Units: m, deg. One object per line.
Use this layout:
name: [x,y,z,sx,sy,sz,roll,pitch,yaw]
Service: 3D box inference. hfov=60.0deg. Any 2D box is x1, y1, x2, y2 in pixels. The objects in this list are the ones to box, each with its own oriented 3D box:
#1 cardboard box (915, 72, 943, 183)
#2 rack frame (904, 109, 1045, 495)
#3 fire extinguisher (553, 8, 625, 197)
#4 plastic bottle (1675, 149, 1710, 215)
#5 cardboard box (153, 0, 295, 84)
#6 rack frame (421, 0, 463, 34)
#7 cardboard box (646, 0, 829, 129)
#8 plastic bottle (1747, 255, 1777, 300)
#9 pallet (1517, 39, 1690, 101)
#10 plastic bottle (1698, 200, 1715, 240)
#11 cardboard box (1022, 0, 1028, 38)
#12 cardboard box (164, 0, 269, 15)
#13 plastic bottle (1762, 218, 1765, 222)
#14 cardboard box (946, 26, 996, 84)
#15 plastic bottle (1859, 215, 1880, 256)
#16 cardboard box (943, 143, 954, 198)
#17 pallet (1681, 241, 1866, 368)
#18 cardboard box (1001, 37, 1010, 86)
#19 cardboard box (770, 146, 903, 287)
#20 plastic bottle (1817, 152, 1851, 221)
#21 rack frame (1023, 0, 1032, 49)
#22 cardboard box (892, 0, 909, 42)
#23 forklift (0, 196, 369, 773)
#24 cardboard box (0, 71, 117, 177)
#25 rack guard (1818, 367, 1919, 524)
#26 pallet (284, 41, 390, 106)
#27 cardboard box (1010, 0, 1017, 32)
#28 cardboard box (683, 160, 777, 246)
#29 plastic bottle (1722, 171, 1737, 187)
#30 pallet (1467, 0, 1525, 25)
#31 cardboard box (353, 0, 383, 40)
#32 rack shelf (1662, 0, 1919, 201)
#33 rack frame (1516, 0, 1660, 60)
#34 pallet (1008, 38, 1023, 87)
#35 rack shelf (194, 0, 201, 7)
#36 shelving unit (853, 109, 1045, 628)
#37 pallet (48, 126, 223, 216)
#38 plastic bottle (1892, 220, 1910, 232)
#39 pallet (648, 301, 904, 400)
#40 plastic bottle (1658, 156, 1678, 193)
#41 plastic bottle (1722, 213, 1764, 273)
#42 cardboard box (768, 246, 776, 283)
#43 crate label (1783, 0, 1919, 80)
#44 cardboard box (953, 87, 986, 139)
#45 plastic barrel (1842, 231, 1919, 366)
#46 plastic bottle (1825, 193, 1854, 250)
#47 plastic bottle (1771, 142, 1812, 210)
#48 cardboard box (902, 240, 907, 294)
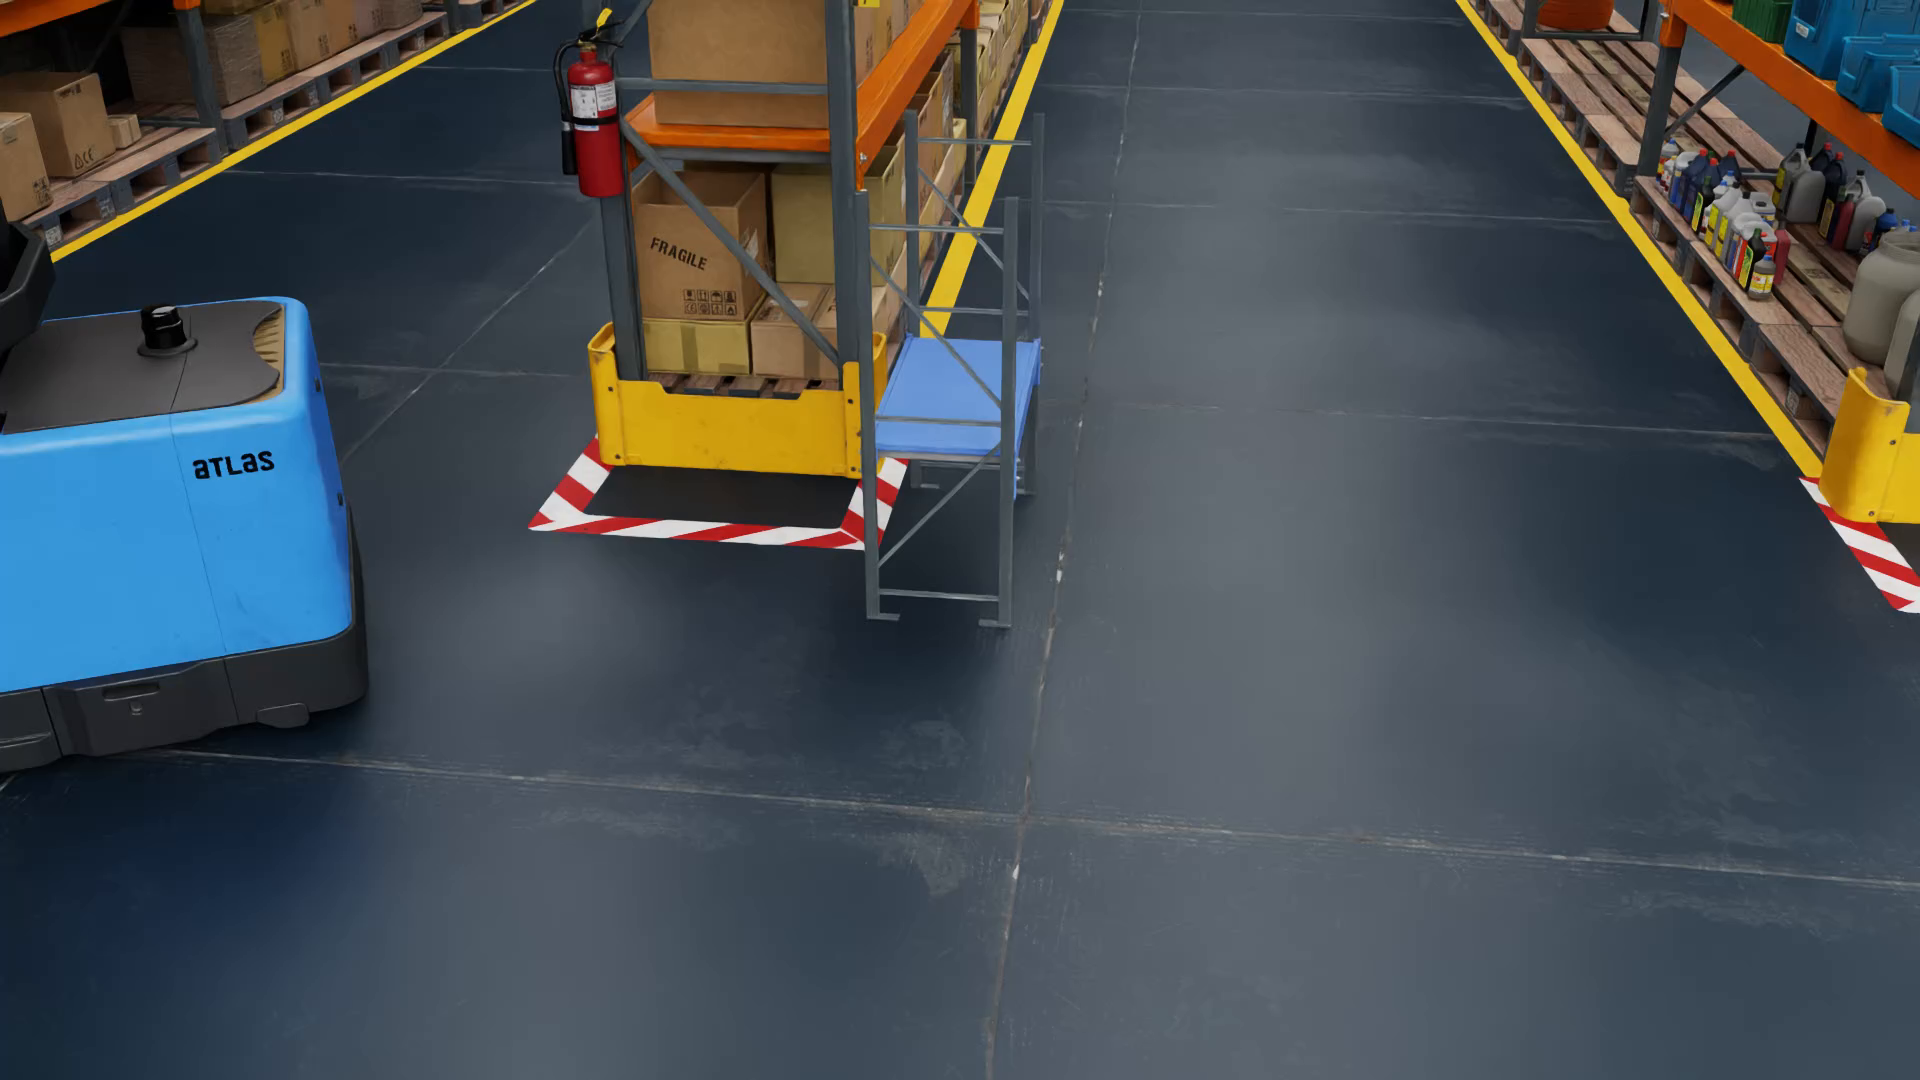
cardboard box: [-0.370,-2.177,8.794,0.500,0.500,0.500,3,28,6]
rack frame: [0.052,-0.859,6.264,0.500,1.500,0.032,3,28,6]
fire extinguisher: [-1.366,-1.628,6.191,0.296,0.674,0.183,3,28,6]
plastic bottle: [4.005,-1.956,9.046,0.144,0.351,0.185,4,29,8]
cardboard box: [-5.230,-3.546,11.842,0.700,0.500,0.500,3,28,5]
rack frame: [-4.827,-5.743,13.747,1.000,3.000,0.127,3,28,6]
cardboard box: [-0.820,-1.954,6.608,0.700,0.500,0.500,3,28,6]
plastic bottle: [3.815,-1.253,7.899,0.097,0.201,0.097,0,28,0]
pallet: [4.872,-3.577,12.667,1.003,0.211,1.213,3,28,6]
plastic bottle: [3.924,-1.669,8.672,0.097,0.201,0.097,0,28,0]
cardboard box: [0.268,-4.169,13.282,0.500,0.250,0.500,4,29,7]
cardboard box: [-5.193,-3.838,11.592,0.500,0.250,0.500,3,28,5]
plastic bottle: [4.032,-1.527,8.408,0.097,0.201,0.097,0,28,0]
cardboard box: [-0.036,-3.210,10.911,0.500,0.311,0.500,3,28,6]
plastic bottle: [4.648,-1.550,8.451,0.097,0.201,0.097,0,28,0]
cardboard box: [-0.311,-2.082,9.409,0.500,0.250,0.500,3,28,6]
pallet: [4.245,-1.167,8.193,1.003,0.211,1.213,3,28,6]
cardboard box: [0.083,-3.447,11.943,0.500,0.250,0.500,4,29,7]
cardboard box: [-0.544,-1.470,7.482,0.500,0.500,0.500,3,28,6]
plastic bottle: [4.699,-1.901,8.945,0.144,0.351,0.185,2,28,4]
rack frame: [0.090,-5.456,13.216,1.000,3.000,0.127,3,28,6]
cardboard box: [-0.633,-2.683,7.961,0.700,0.500,0.500,4,29,8]
forklift: [-3.434,-0.722,4.500,3.031,2.935,1.130,-9,30,-17]
cardboard box: [-5.404,-2.462,9.829,0.500,0.500,0.500,1,28,2]
rack guard: [3.988,-0.339,6.352,1.175,0.500,0.348,3,28,6]
pallet: [-5.076,-3.575,12.662,1.003,0.211,1.213,3,28,6]
cardboard box: [0.148,-3.934,12.255,0.500,0.311,0.500,3,28,6]
cardboard box: [-1.012,-1.737,7.976,0.500,0.500,0.500,3,28,6]
plastic bottle: [4.107,-1.845,8.926,0.097,0.271,0.097,0,28,0]
pallet: [5.213,-4.885,15.096,1.003,0.211,1.213,3,28,6]
cardboard box: [-5.042,-4.258,13.163,0.700,0.500,0.500,3,28,6]
rack shelf: [4.270,-2.026,7.606,1.077,0.370,4.000,3,28,6]
rack frame: [5.006,-5.167,12.678,1.000,3.000,0.127,3,28,6]
pallet: [-0.050,-3.844,13.162,1.003,0.211,1.213,3,28,6]
rack shelf: [-5.072,-4.484,12.170,1.077,0.370,4.000,3,28,6]
shelving unit: [-0.010,-0.620,5.820,0.538,1.500,1.048,3,28,6]
pallet: [-5.364,-2.314,10.322,1.003,0.211,1.213,3,28,6]
plastic bottle: [4.611,-1.437,8.168,0.097,0.271,0.097,0,28,0]
pallet: [-0.838,-0.826,7.560,1.003,0.211,1.213,3,28,6]
plastic bottle: [4.029,-2.073,9.422,0.097,0.201,0.097,0,28,0]
plastic bottle: [3.890,-1.468,8.220,0.152,0.276,0.135,3,28,5]
cardboard box: [-1.068,-1.171,7.717,0.500,0.250,0.500,3,28,6]
crate label: [3.983,-2.299,7.317,0.502,0.435,0.616,3,28,6]
cardboard box: [-0.105,-2.723,10.599,0.500,0.250,0.500,3,28,5]
plastic barrel: [4.092,-1.041,7.200,0.421,0.512,0.421,0,28,0]
plastic bottle: [4.530,-1.649,8.549,0.061,0.283,0.133,3,28,6]
plastic bottle: [4.580,-2.000,9.129,0.144,0.351,0.185,3,28,6]
cardboard box: [-0.484,-1.375,8.097,0.500,0.250,0.500,3,28,6]
